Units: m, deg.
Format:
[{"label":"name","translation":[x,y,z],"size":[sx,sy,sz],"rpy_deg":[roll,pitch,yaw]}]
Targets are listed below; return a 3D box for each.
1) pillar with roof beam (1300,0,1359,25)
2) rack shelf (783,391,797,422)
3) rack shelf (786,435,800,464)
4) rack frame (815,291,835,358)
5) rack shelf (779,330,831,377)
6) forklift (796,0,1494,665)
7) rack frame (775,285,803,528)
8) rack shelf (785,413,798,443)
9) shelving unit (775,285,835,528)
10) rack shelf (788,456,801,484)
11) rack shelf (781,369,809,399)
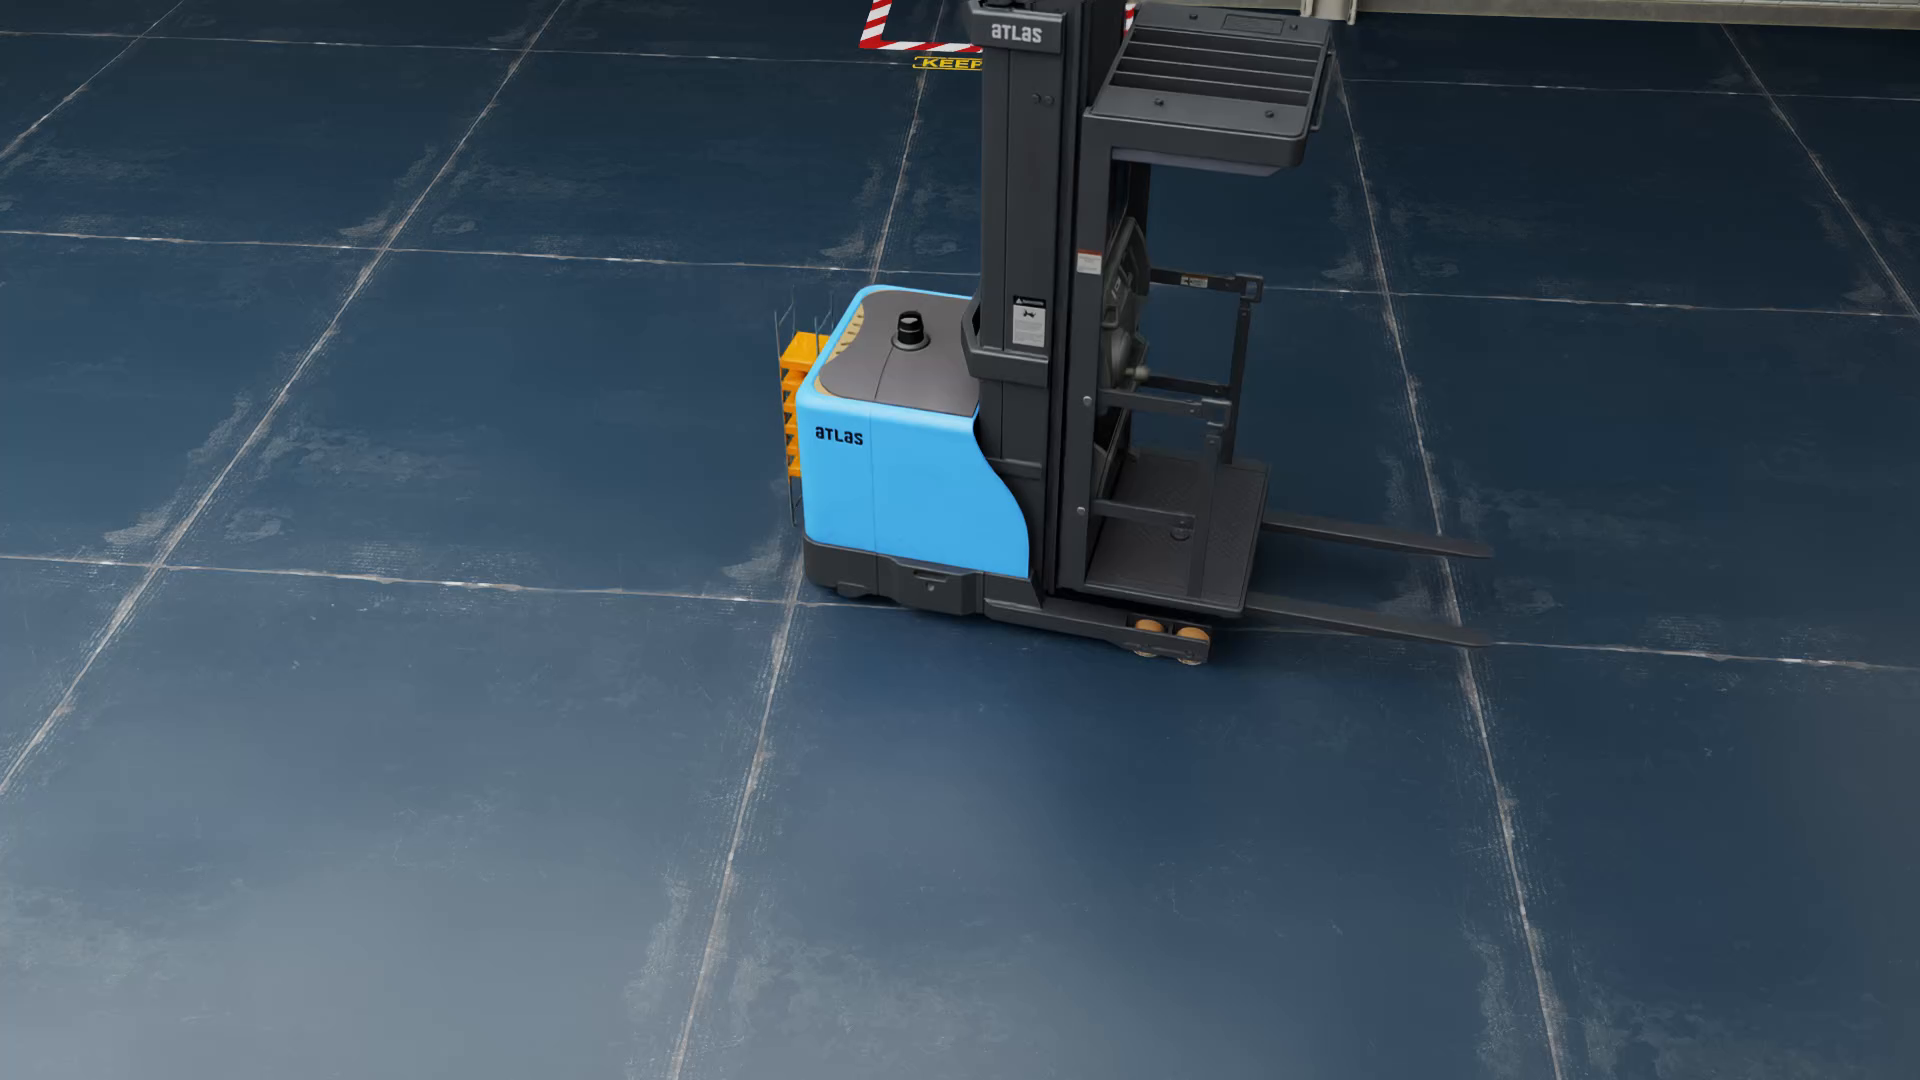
[{"label":"pillar with roof beam","translation":[2.482,-4.853,6.754],"size":[0.400,9.000,9.100],"rpy_deg":[3,39,4]},{"label":"rack shelf","translation":[-0.684,-0.642,7.639],"size":[0.180,0.103,0.258],"rpy_deg":[10,40,12]},{"label":"rack shelf","translation":[-0.684,-0.456,7.790],"size":[0.180,0.103,0.258],"rpy_deg":[10,40,12]},{"label":"rack frame","translation":[-0.596,-0.568,7.668],"size":[0.006,1.200,0.240],"rpy_deg":[10,40,12]},{"label":"rack shelf","translation":[-0.684,-0.828,7.487],"size":[0.180,0.103,0.258],"rpy_deg":[10,40,12]},{"label":"forklift","translation":[0.865,-0.966,6.786],"size":[3.031,2.935,1.130],"rpy_deg":[10,40,12]},{"label":"rack frame","translation":[-0.773,-0.598,7.705],"size":[0.006,1.200,0.240],"rpy_deg":[10,40,12]},{"label":"rack shelf","translation":[-0.684,-0.549,7.715],"size":[0.180,0.103,0.258],"rpy_deg":[10,40,12]},{"label":"shelving unit","translation":[-0.684,-0.583,7.687],"size":[0.189,1.200,0.258],"rpy_deg":[10,40,12]},{"label":"rack shelf","translation":[-0.684,-0.363,7.866],"size":[0.180,0.103,0.258],"rpy_deg":[10,40,12]},{"label":"rack shelf","translation":[-0.684,-0.735,7.563],"size":[0.180,0.103,0.258],"rpy_deg":[10,40,12]}]
